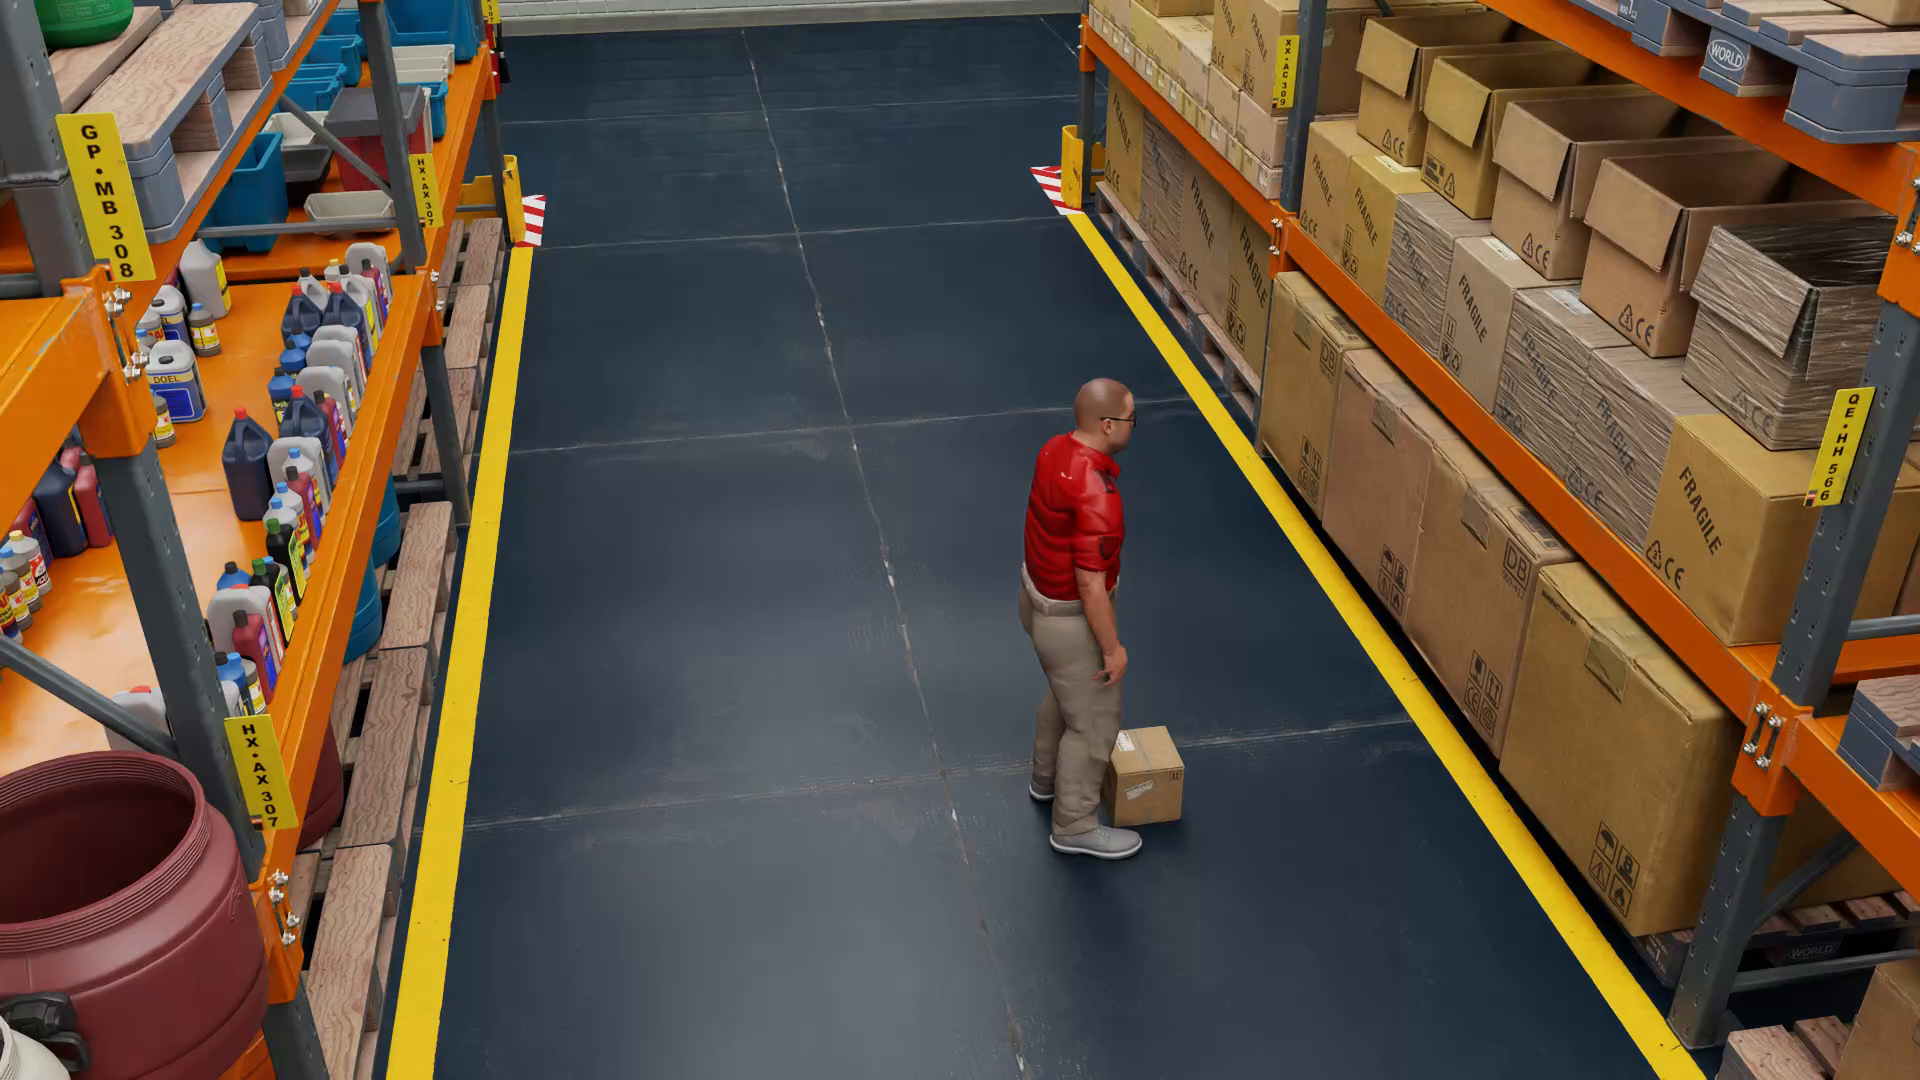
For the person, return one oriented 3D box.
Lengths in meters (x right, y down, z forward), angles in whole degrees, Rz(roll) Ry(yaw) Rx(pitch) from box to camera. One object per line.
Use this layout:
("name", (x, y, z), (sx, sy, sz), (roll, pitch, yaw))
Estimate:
("person", (0.415, 0.255, 5.711), (0.393, 1.727, 0.606), (-7, 31, -12))
